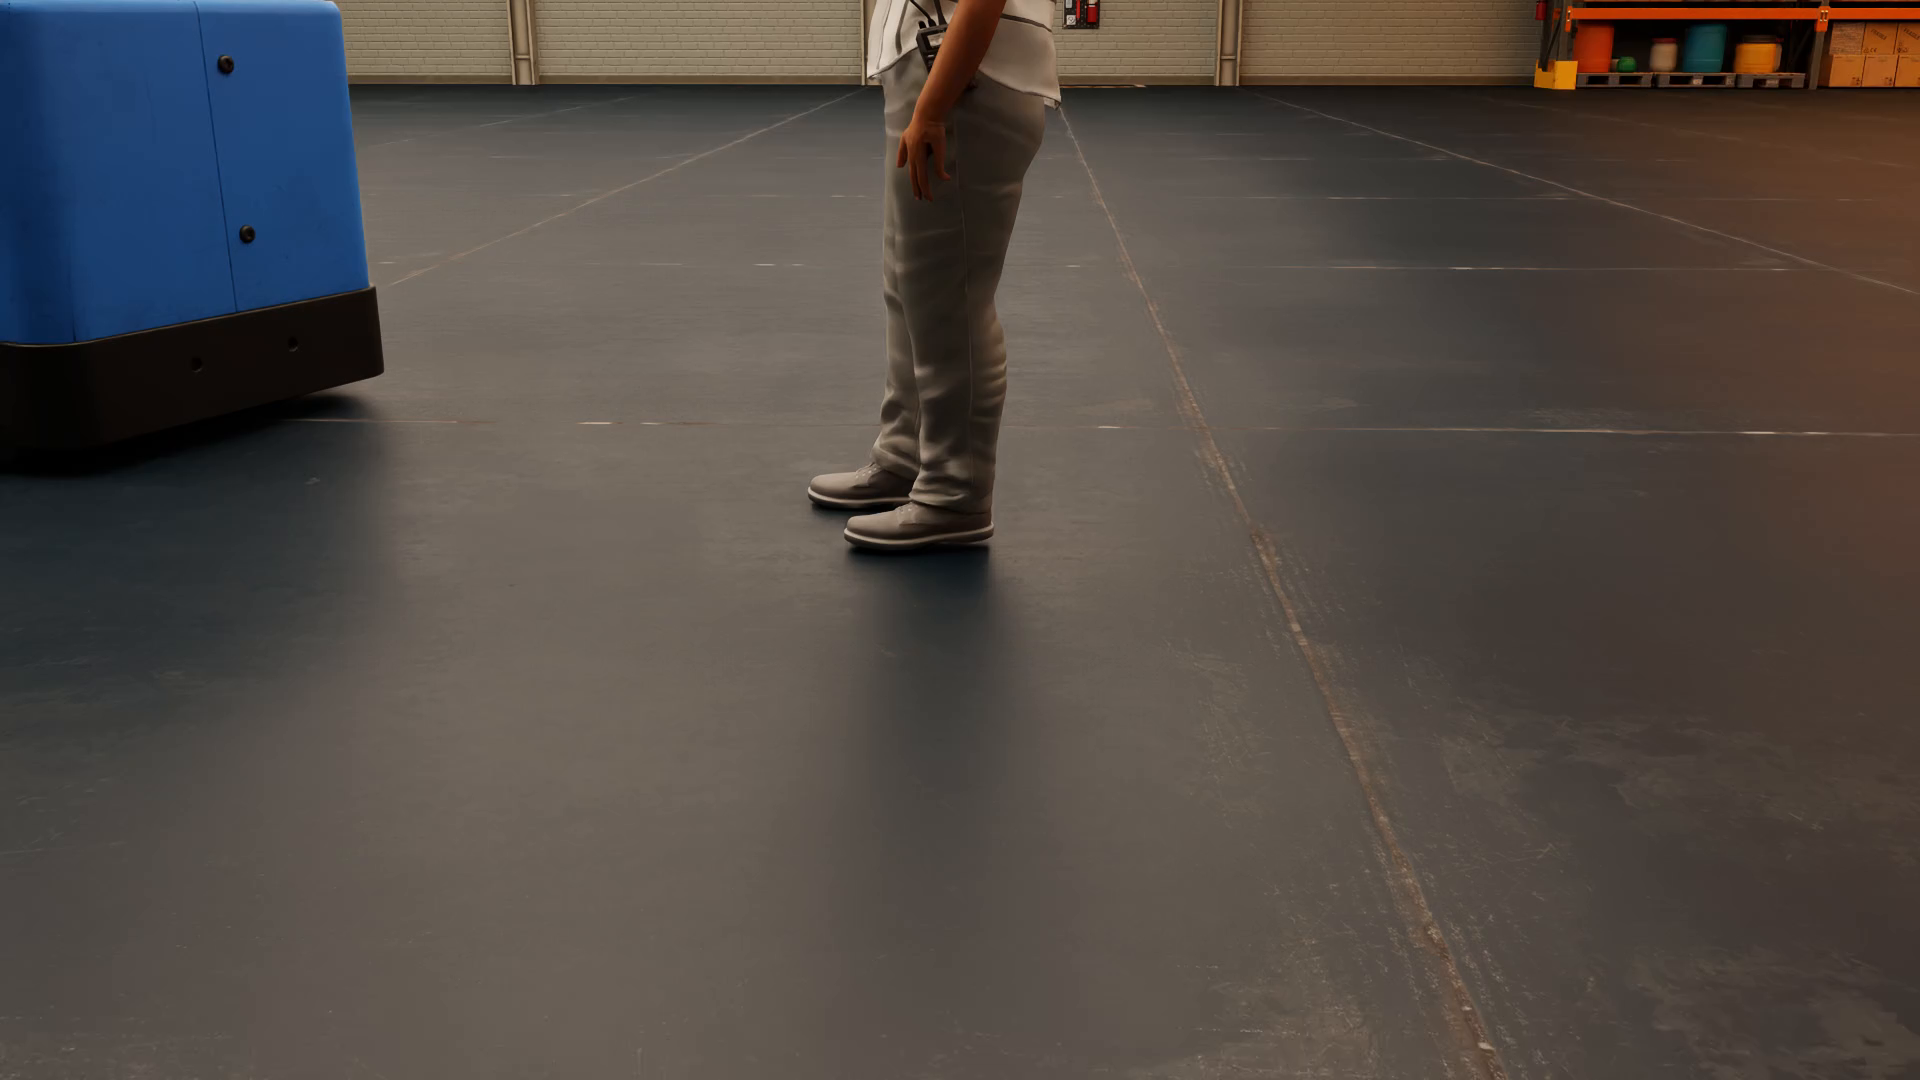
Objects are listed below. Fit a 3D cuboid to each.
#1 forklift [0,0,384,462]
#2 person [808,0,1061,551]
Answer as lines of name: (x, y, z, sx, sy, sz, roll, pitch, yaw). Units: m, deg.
forklift: (-3.160, -1.857, 4.408, 3.031, 2.935, 1.130, 8, 19, 24)
person: (-0.076, -0.810, 3.147, 0.529, 1.670, 0.598, 1, 17, 2)
